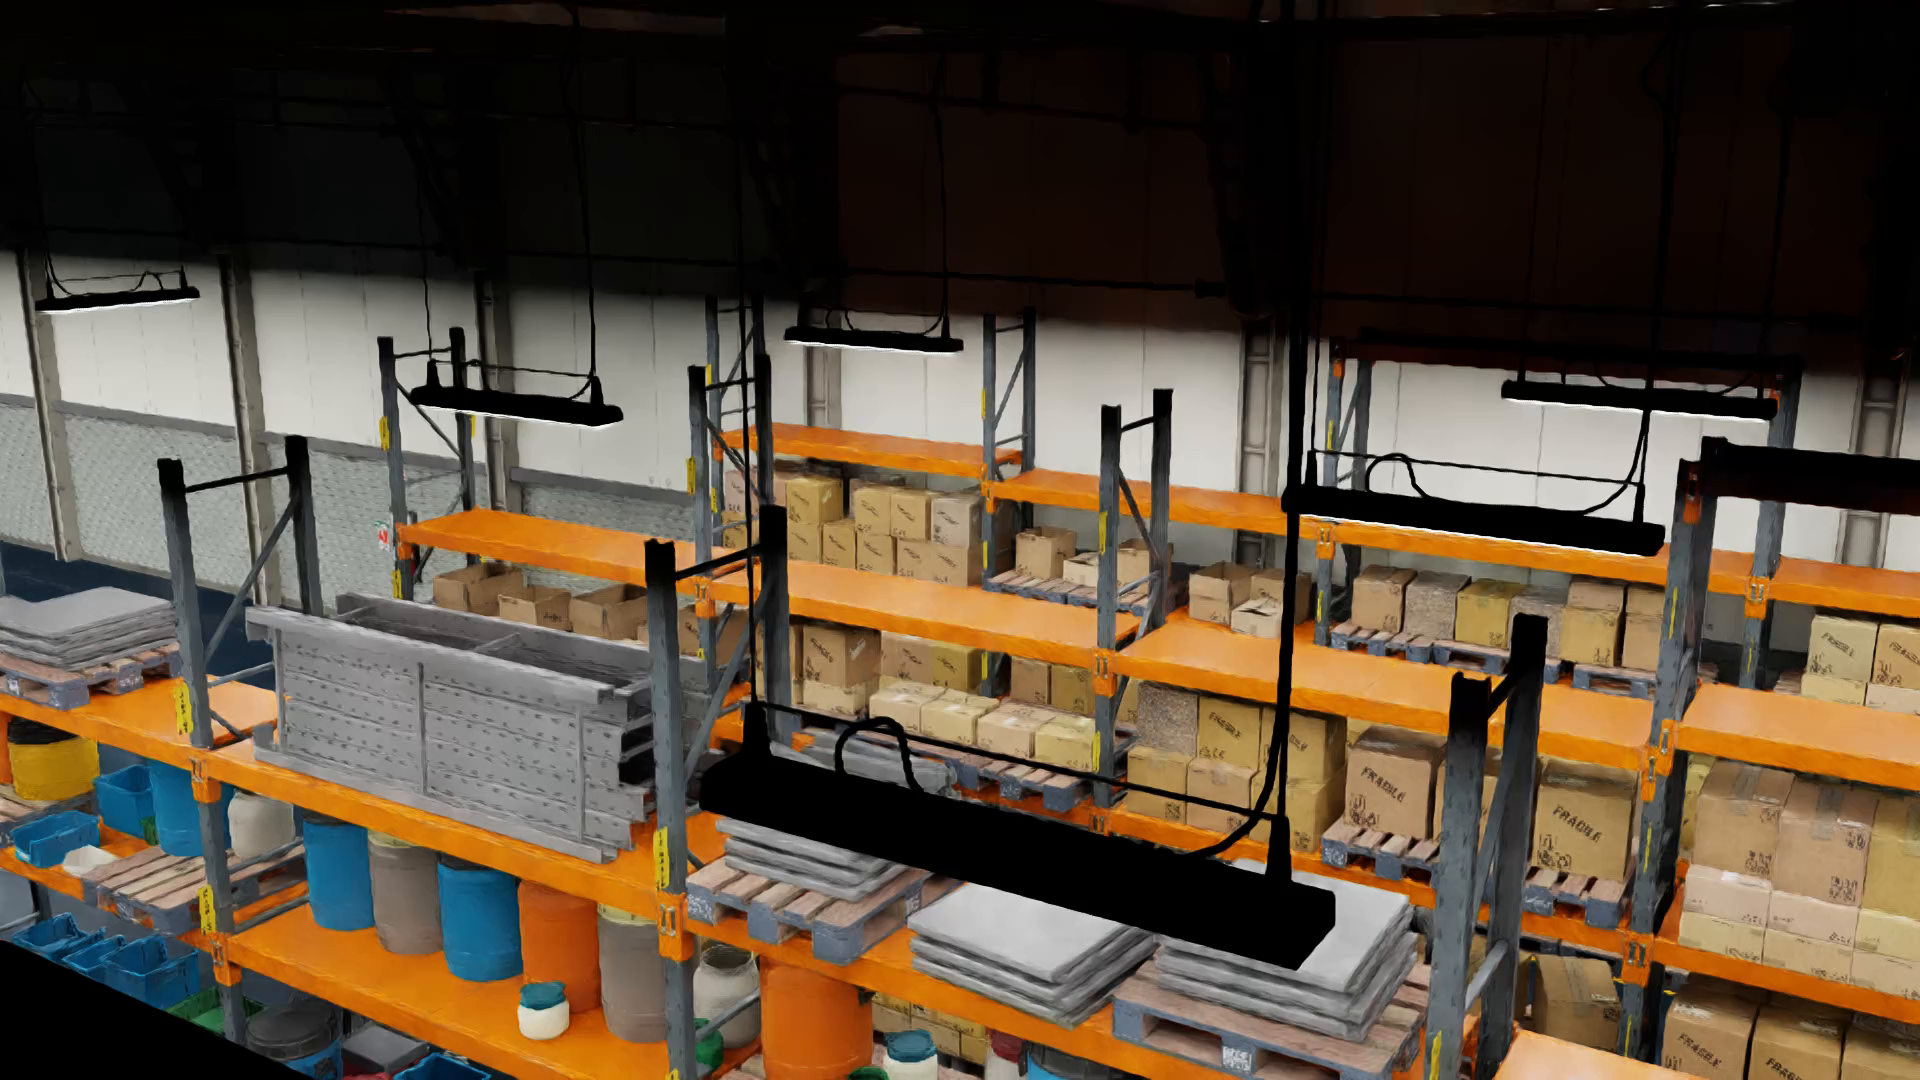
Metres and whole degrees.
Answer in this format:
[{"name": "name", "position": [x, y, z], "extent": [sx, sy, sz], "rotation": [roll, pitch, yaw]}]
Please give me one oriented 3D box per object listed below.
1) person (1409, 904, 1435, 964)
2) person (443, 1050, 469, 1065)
[{"name": "person", "position": [4.208, 3.713, 14.784], "extent": [0.534, 1.671, 0.677], "rotation": [8, 16, 29]}, {"name": "person", "position": [-4.792, 3.737, 14.525], "extent": [1.122, 1.706, 0.566], "rotation": [9, 16, 33]}]
